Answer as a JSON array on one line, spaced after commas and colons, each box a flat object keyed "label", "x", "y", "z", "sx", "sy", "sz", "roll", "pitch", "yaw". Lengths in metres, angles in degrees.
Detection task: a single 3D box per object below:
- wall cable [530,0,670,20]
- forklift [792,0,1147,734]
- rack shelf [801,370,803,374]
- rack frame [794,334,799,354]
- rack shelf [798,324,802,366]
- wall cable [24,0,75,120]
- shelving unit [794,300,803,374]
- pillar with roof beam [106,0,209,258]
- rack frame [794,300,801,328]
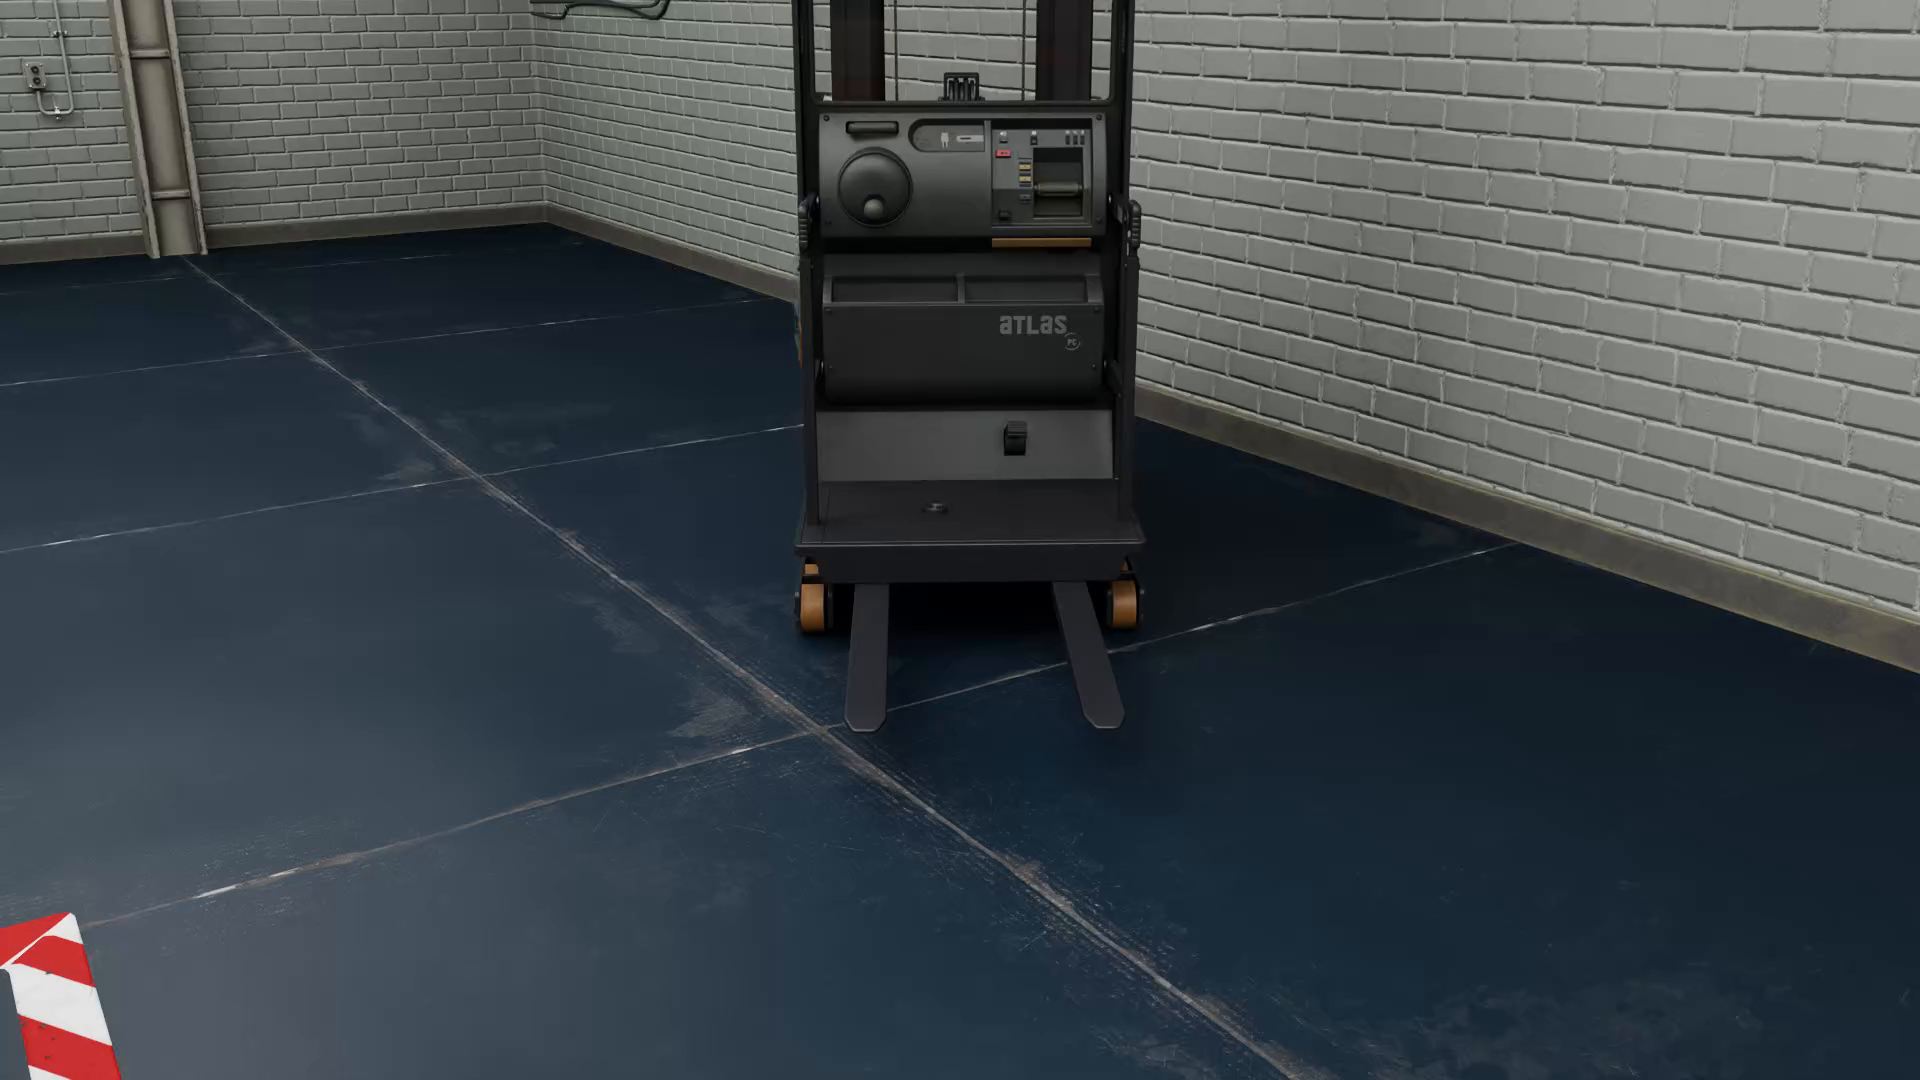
[{"label": "wall cable", "x": -2.851, "y": -5.178, "z": 12.360, "sx": 0.112, "sy": 2.526, "sz": 3.097, "roll": -12, "pitch": 22, "yaw": -31}, {"label": "forklift", "x": 0.019, "y": -1.189, "z": 5.186, "sx": 1.130, "sy": 2.935, "sz": 3.031, "roll": -1, "pitch": 19, "yaw": -2}, {"label": "rack shelf", "x": -0.621, "y": -0.873, "z": 7.860, "sx": 0.258, "sy": 0.180, "sz": 0.103, "roll": -4, "pitch": 35, "yaw": -11}, {"label": "rack frame", "x": -0.588, "y": -0.689, "z": 7.753, "sx": 0.240, "sy": 0.006, "sz": 1.200, "roll": -4, "pitch": 35, "yaw": -11}, {"label": "rack shelf", "x": -0.644, "y": -0.940, "z": 7.957, "sx": 0.258, "sy": 0.180, "sz": 0.103, "roll": -4, "pitch": 35, "yaw": -11}, {"label": "wall cable", "x": -7.222, "y": -3.867, "z": 11.412, "sx": 1.851, "sy": 1.984, "sz": 0.084, "roll": -12, "pitch": 22, "yaw": -31}, {"label": "shelving unit", "x": -0.583, "y": -0.764, "z": 7.702, "sx": 0.258, "sy": 0.189, "sz": 1.200, "roll": -4, "pitch": 35, "yaw": -11}, {"label": "pillar with roof beam", "x": -3.624, "y": -5.304, "z": 7.884, "sx": 0.400, "sy": 9.000, "sz": 9.100, "roll": -12, "pitch": 22, "yaw": -31}, {"label": "rack frame", "x": -0.578, "y": -0.840, "z": 7.651, "sx": 0.240, "sy": 0.006, "sz": 1.200, "roll": -4, "pitch": 35, "yaw": -11}]
